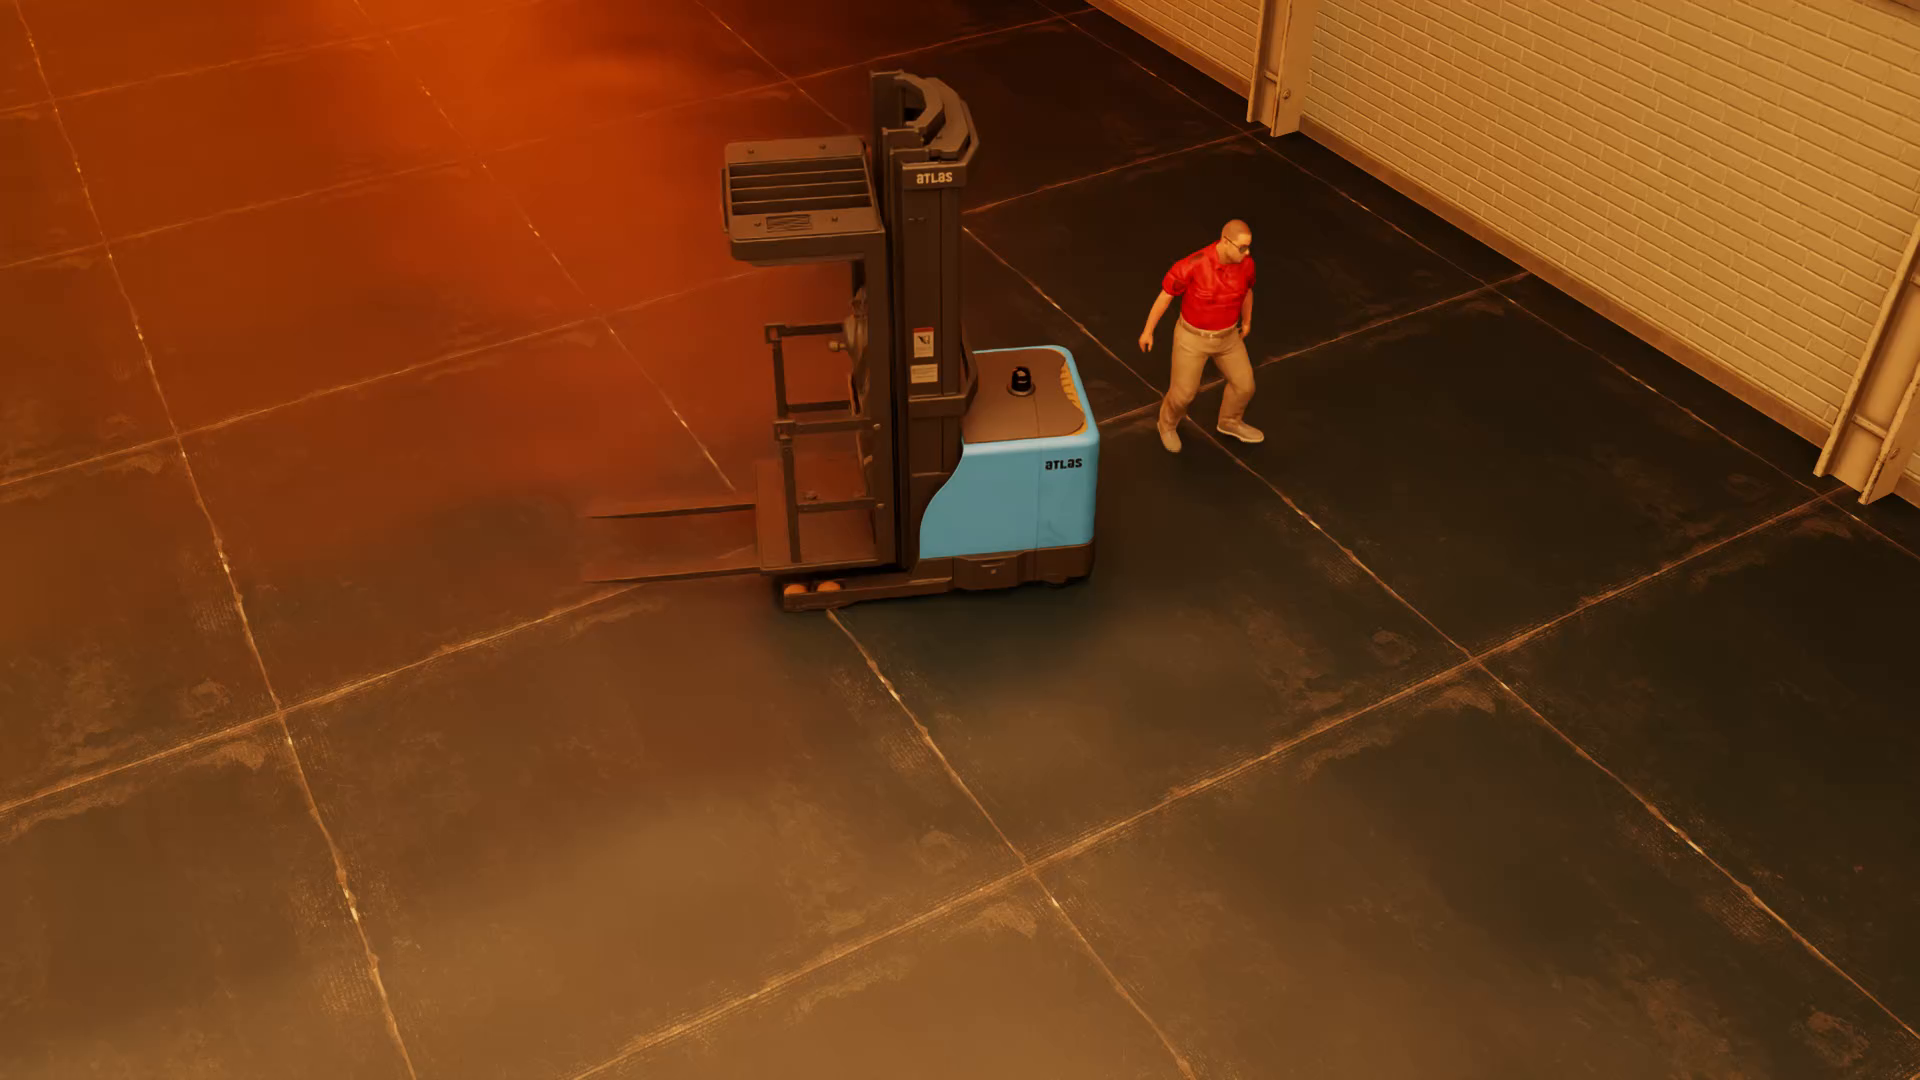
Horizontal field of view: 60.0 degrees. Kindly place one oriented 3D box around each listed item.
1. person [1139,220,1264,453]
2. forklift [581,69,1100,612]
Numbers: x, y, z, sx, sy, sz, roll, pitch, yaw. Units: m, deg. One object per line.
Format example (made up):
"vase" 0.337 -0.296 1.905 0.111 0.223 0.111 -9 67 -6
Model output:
"person" 1.576 -1.311 10.620 0.879 1.705 0.425 -10 41 -12
"forklift" -0.753 -1.062 9.316 3.031 2.935 1.130 -5 40 -6
